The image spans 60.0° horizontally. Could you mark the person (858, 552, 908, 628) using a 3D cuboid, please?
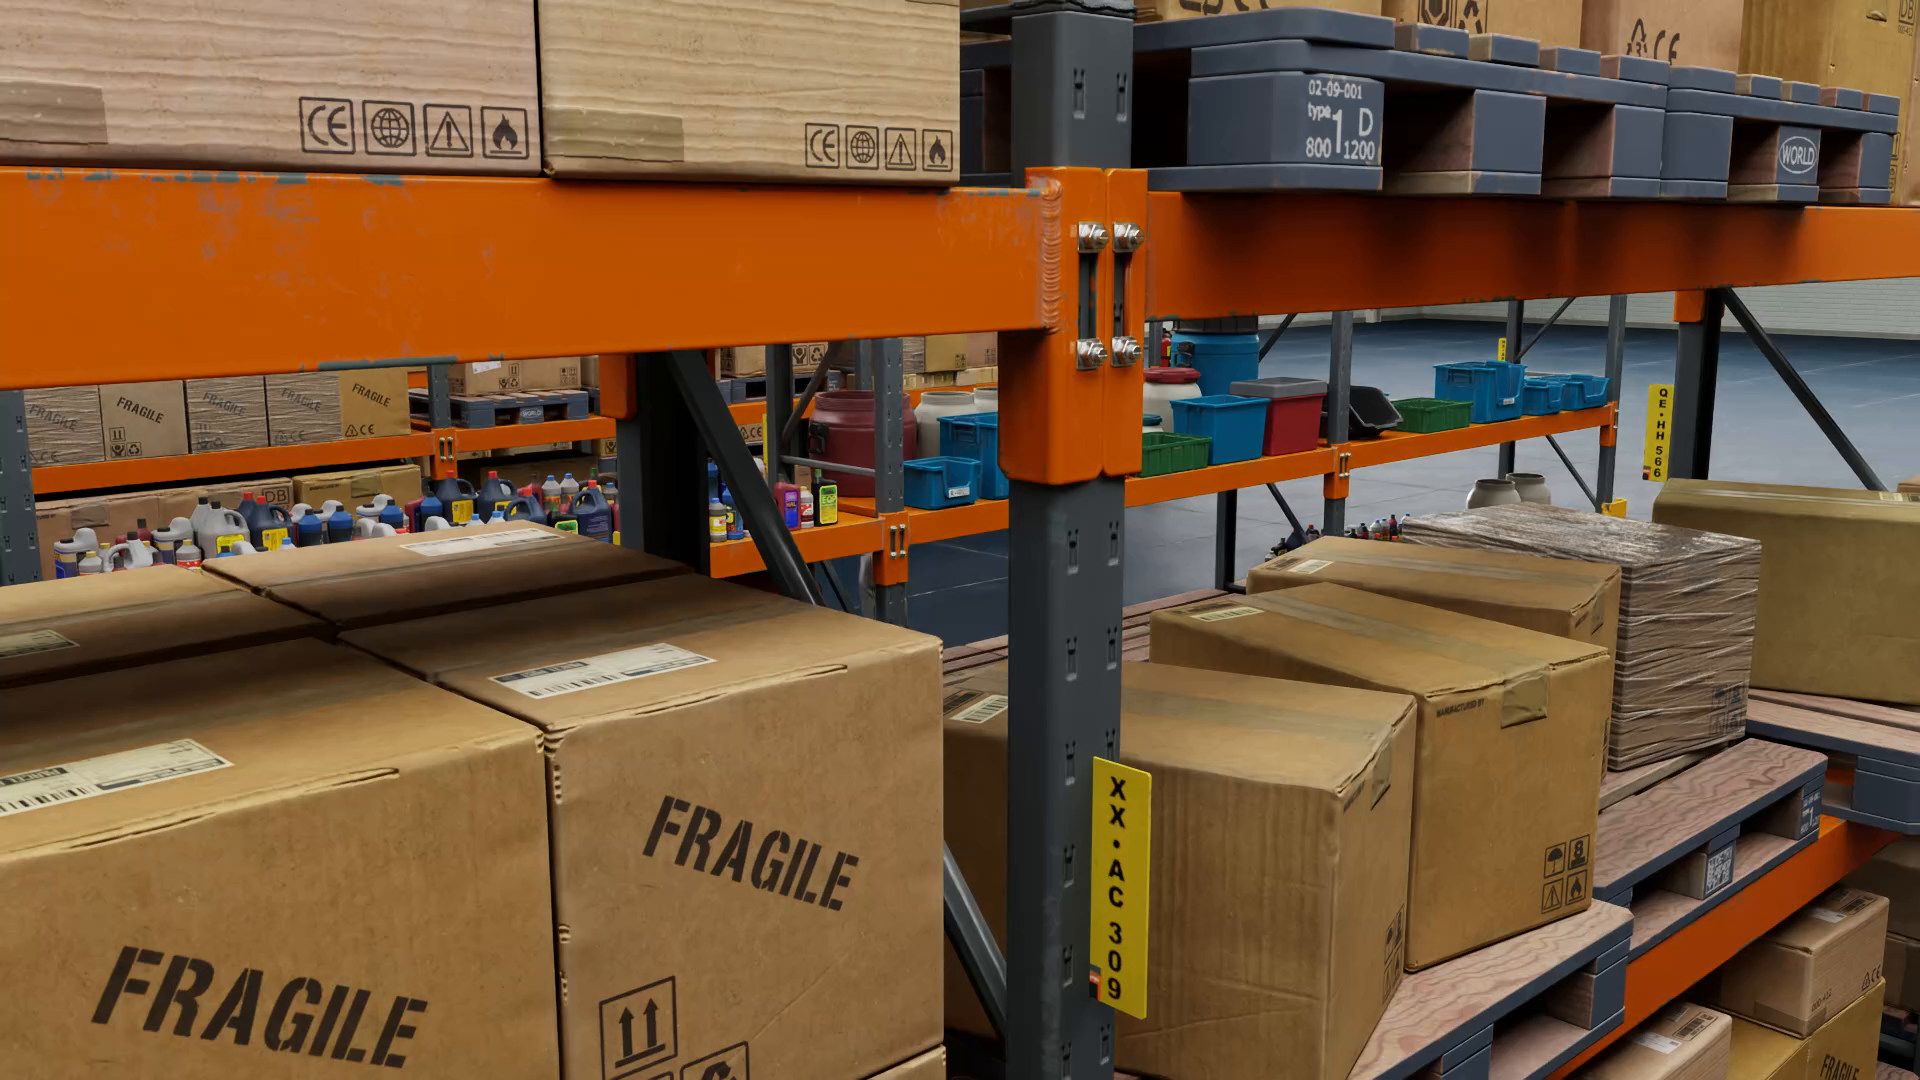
[{"bbox_3d":[-0.527,-0.041,10.656,0.434,1.717,0.544,-2,11,-9],"label":"person"}]
